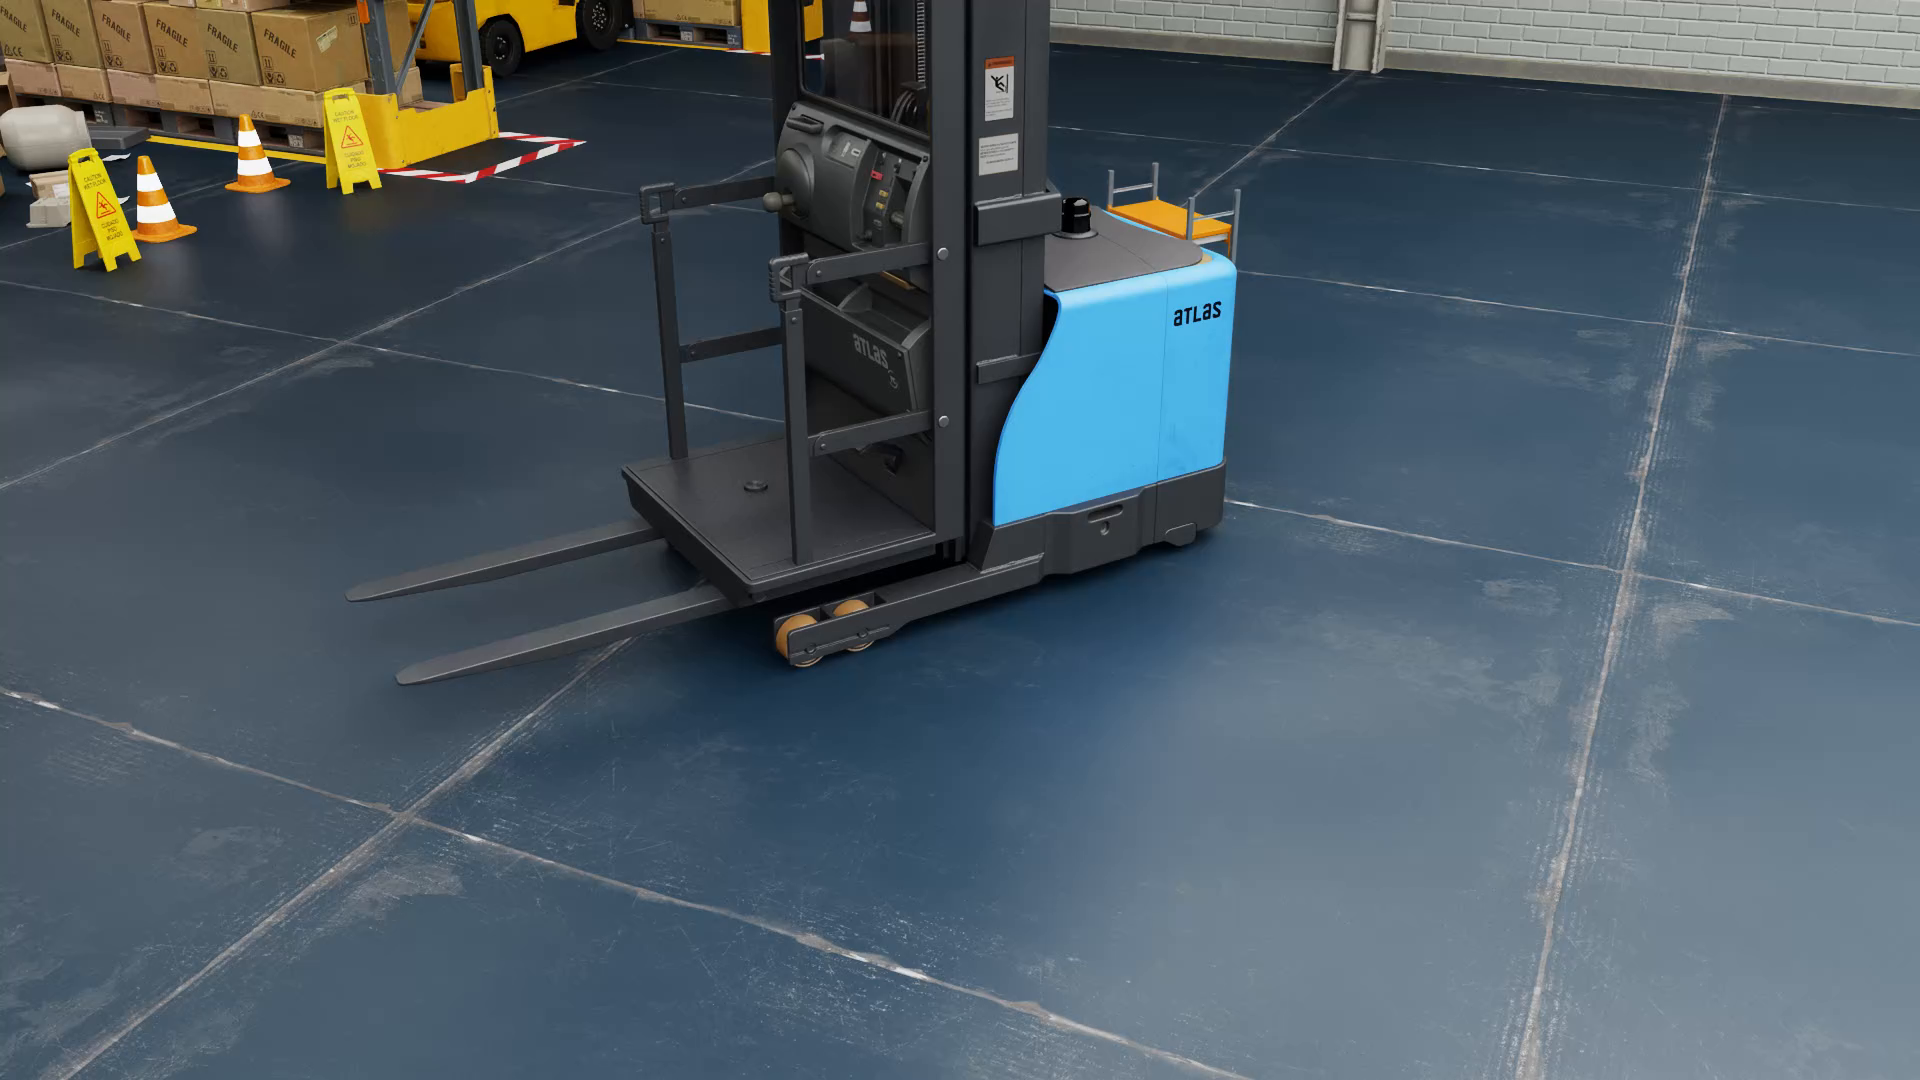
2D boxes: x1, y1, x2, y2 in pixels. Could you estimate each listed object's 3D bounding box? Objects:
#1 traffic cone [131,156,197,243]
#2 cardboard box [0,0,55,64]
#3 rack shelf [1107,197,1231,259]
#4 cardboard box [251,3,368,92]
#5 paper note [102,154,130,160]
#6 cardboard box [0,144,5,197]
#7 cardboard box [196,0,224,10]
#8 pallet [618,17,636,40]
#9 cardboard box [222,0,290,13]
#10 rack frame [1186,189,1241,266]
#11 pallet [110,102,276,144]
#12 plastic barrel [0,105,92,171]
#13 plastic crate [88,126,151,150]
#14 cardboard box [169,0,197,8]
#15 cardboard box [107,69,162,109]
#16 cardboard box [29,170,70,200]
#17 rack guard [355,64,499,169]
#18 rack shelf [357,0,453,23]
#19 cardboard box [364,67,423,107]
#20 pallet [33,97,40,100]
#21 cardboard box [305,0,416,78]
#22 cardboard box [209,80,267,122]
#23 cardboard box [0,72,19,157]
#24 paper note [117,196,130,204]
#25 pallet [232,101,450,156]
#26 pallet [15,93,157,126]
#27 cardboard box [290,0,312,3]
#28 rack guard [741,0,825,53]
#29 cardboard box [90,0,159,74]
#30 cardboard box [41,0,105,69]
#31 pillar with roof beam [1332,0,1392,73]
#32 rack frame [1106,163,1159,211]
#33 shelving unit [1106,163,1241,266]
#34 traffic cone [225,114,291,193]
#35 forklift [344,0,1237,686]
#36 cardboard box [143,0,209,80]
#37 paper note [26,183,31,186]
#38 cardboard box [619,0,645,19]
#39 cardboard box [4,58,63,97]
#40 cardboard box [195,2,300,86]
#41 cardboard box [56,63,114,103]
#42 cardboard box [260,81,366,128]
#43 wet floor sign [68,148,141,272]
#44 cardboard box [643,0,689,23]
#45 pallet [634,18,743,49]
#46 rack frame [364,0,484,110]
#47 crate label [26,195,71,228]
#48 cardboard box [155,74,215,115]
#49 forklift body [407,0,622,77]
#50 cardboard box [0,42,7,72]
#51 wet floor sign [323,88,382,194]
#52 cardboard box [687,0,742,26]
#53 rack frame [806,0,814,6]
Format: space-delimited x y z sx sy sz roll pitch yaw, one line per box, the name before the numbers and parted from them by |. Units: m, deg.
traffic cone | -4.800 -2.046 9.882 0.334 0.463 0.336 11 28 22
cardboard box | -6.940 -3.939 12.644 0.500 0.500 0.500 13 29 24
rack shelf | 0.807 -1.180 6.399 0.258 0.148 0.480 -16 30 -29
cardboard box | -4.562 -3.466 11.682 0.500 0.500 0.500 12 28 22
paper note | -5.933 -2.694 11.687 0.148 0.019 0.142 2 26 4
cardboard box | -6.371 -2.316 10.385 0.637 0.503 0.797 -7 27 -14
cardboard box | -5.151 -3.844 11.716 0.250 0.149 0.380 12 29 23
pallet | -3.493 -5.225 16.624 1.213 0.211 1.003 11 28 22
cardboard box | -4.924 -3.797 11.620 0.250 0.149 0.380 12 29 23
rack frame | 0.938 -0.737 6.388 0.240 1.200 0.015 -16 30 -29
pallet | -5.625 -3.282 12.678 1.213 0.211 1.003 11 28 22
plastic barrel | -6.231 -2.746 11.348 0.512 0.421 0.421 -12 29 -23
plastic crate | -6.276 -2.938 12.126 0.583 0.080 0.402 2 26 4
cardboard box | -5.390 -3.893 11.816 0.250 0.149 0.380 13 29 24
cardboard box | -5.966 -3.414 12.425 0.500 0.250 0.500 11 28 21
cardboard box | -5.753 -2.281 10.715 0.380 0.149 0.250 -18 31 -31
rack guard | -3.794 -3.025 11.829 0.348 0.500 1.175 11 28 22
rack shelf | -5.545 -4.176 12.150 4.000 0.370 1.077 11 28 22
cardboard box | -4.344 -3.347 12.289 0.500 0.250 0.500 11 28 21
pallet | -8.075 -3.755 13.638 1.213 0.211 1.003 11 28 22
cardboard box | -4.366 -3.687 12.131 0.500 0.500 0.500 10 28 20
cardboard box | -5.040 -3.225 12.043 0.500 0.250 0.500 11 28 22
cardboard box | -6.953 -3.001 11.777 0.500 0.500 0.500 -12 29 -23
paper note | -5.409 -2.173 10.630 0.142 0.019 0.148 2 26 4
pallet | -4.518 -3.059 12.223 1.213 0.211 1.003 11 28 22
pallet | -6.740 -3.505 13.130 1.213 0.211 1.003 11 28 22
cardboard box | -4.844 -3.781 12.322 0.500 0.500 0.500 10 28 20
rack guard | -1.651 -5.004 15.847 0.348 0.500 1.175 11 28 22
cardboard box | -5.977 -3.751 12.260 0.500 0.500 0.500 13 29 24
cardboard box | -6.448 -3.846 12.454 0.500 0.500 0.500 13 29 24
pillar with roof beam | 1.746 -6.483 9.229 0.400 9.000 9.100 11 28 22
rack frame | 0.677 -0.919 6.758 0.240 1.200 0.015 -16 30 -29
shelving unit | 0.807 -0.828 6.573 0.258 1.200 0.503 -16 30 -29
traffic cone | -4.650 -2.555 10.915 0.334 0.463 0.336 11 28 22
forklift | -0.536 -1.168 5.305 3.031 2.935 1.130 -15 30 -28
cardboard box | -5.495 -3.655 12.066 0.500 0.500 0.500 11 28 21
paper note | -6.120 -2.384 11.070 0.142 0.019 0.148 23 35 39
cardboard box | -3.132 -5.233 16.121 0.500 0.250 0.500 12 29 22
cardboard box | -6.940 -3.603 12.809 0.500 0.250 0.500 10 28 19
cardboard box | -5.038 -3.560 11.873 0.500 0.500 0.500 12 29 24
cardboard box | -6.450 -3.510 12.620 0.500 0.250 0.500 13 29 25
cardboard box | -4.593 -3.132 11.853 0.500 0.250 0.500 11 28 22
wet floor sign | -4.835 -1.859 9.295 0.232 0.644 0.267 6 27 13
cardboard box | -2.680 -5.138 15.927 0.500 0.250 0.500 11 28 22
pallet | -2.387 -5.002 16.170 1.213 0.211 1.003 11 28 22
rack frame | -3.724 -4.133 11.249 0.127 3.000 1.000 11 28 22
crate label | -5.541 -2.019 10.196 0.298 0.136 0.250 -2 26 -5
cardboard box | -5.519 -3.319 12.232 0.500 0.250 0.500 10 28 20
forklift body | -4.155 -5.362 14.706 1.214 2.155 2.313 11 28 22
cardboard box | -7.844 -3.969 13.415 0.625 0.372 0.950 12 29 22
wet floor sign | -3.994 -2.612 10.824 0.232 0.644 0.267 23 35 39
cardboard box | -2.232 -5.043 15.735 0.500 0.250 0.500 12 28 22
rack frame | -1.673 -6.130 15.304 0.127 3.000 1.000 11 28 22
